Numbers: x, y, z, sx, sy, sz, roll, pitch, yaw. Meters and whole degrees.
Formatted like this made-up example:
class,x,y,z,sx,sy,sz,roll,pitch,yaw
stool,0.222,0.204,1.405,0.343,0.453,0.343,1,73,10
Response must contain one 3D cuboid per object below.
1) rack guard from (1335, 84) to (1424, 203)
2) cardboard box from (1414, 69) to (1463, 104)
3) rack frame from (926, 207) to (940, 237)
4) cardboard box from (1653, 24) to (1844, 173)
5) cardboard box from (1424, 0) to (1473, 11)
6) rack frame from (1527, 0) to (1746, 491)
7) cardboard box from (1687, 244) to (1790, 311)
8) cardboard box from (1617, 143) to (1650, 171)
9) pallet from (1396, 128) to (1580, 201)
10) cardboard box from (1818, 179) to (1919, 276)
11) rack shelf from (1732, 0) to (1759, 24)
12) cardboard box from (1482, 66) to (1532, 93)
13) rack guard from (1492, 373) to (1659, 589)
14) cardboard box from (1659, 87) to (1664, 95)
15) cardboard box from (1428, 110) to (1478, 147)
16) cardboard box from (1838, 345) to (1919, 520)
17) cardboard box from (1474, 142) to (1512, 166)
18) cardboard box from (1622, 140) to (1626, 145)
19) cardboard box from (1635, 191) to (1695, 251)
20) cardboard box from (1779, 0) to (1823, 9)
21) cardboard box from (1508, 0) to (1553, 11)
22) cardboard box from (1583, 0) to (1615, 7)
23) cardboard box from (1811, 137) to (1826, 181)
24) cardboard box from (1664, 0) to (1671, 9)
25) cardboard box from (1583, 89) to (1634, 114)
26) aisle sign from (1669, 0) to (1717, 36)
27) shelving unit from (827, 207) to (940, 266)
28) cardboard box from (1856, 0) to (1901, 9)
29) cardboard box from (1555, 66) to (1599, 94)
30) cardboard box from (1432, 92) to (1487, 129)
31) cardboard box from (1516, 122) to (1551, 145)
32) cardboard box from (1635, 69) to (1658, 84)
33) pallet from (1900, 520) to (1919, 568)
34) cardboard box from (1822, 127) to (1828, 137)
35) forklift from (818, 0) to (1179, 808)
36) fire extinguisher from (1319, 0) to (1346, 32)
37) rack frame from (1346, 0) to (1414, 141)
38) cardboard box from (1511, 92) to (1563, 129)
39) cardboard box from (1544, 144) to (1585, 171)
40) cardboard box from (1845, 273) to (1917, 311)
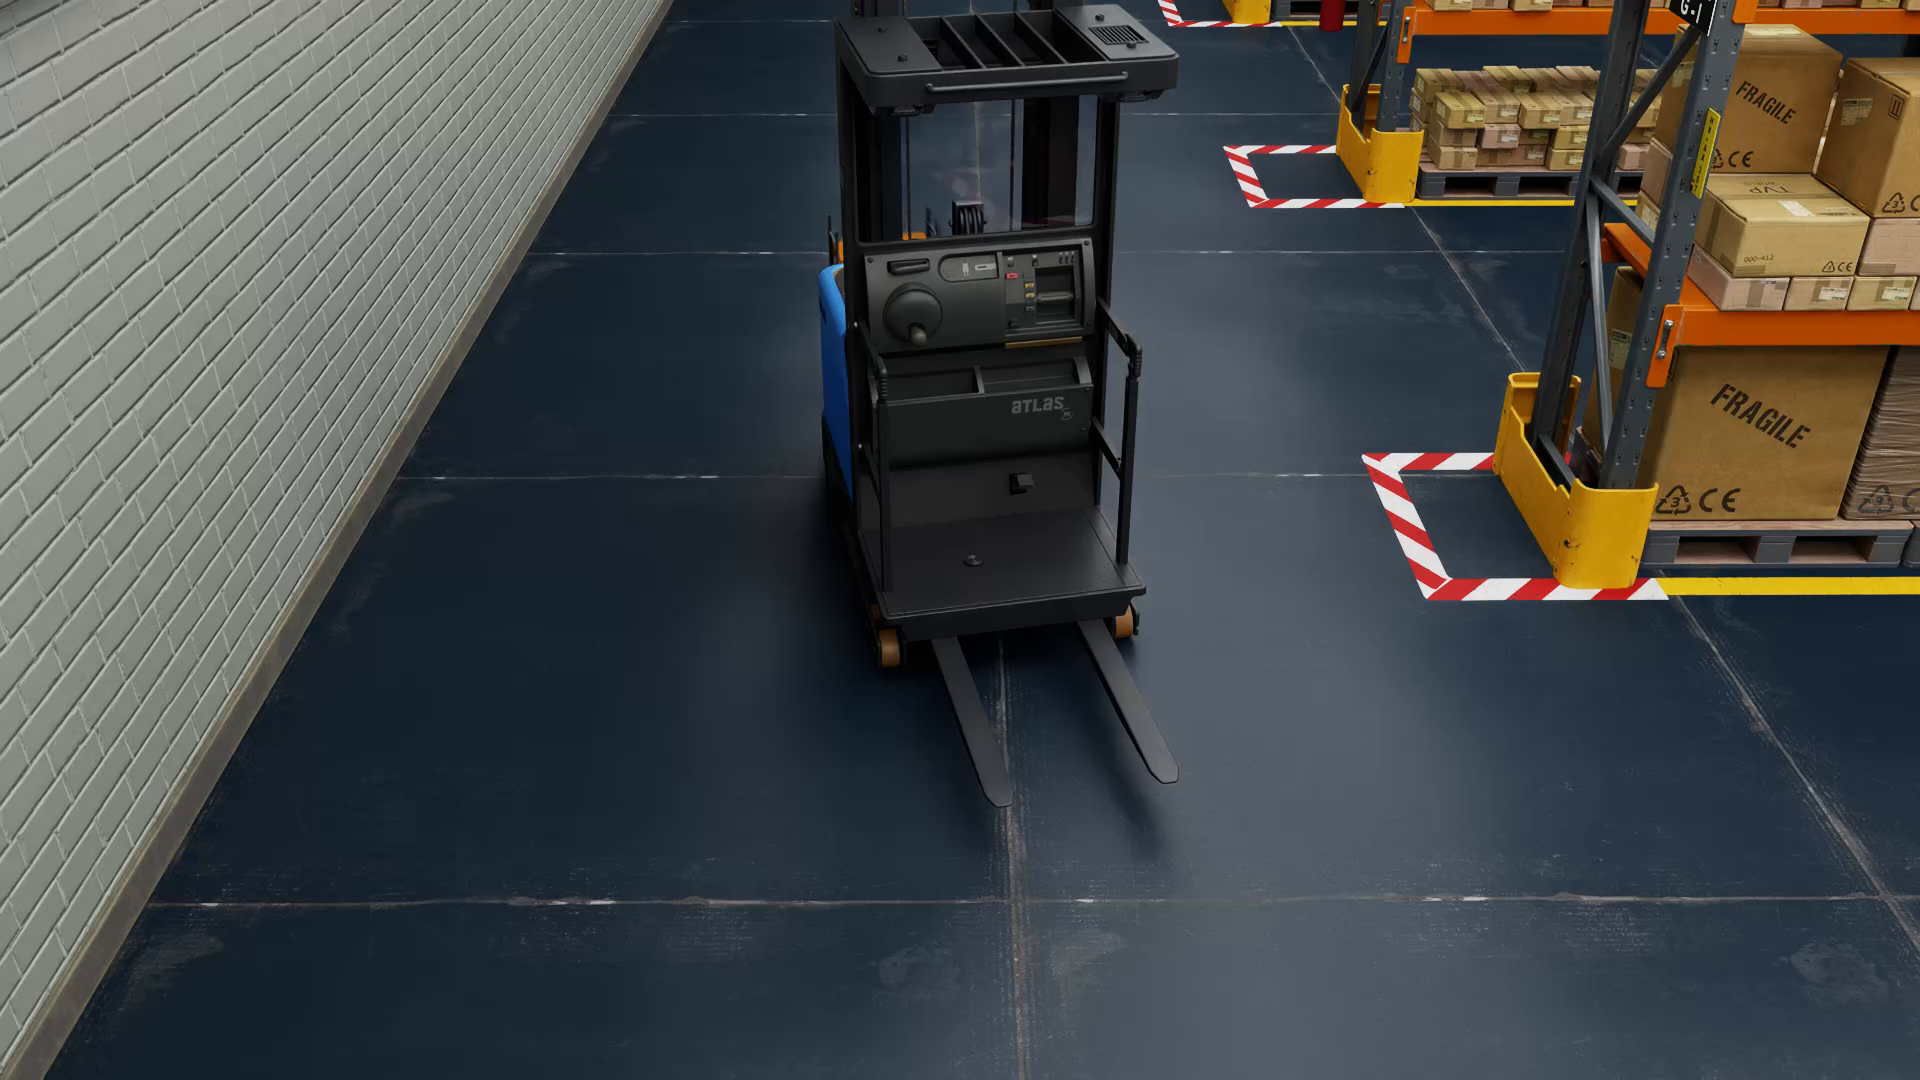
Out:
class,x,y,z,sx,sy,sz,roll,pitch,yaw
rack guard,3.014,-2.874,12.004,0.348,0.500,1.175,0,31,0
cardboard box,3.466,-3.290,12.051,0.250,0.149,0.380,0,31,0
rack frame,-0.130,-1.052,8.328,0.015,1.200,0.240,-7,32,-11
cardboard box,3.352,-1.890,7.109,0.500,0.500,0.500,0,31,0
cardboard box,3.264,-3.666,11.142,0.250,0.149,0.380,0,31,-1
rack frame,2.867,-1.369,7.115,0.127,3.000,1.000,0,31,0
cardboard box,3.224,-1.092,6.899,0.250,0.149,0.380,0,31,0
cardboard box,4.734,-2.736,11.711,0.250,0.149,0.380,-2,31,-3
pallet,3.826,-2.734,12.053,1.213,0.211,1.003,0,31,0
cardboard box,3.868,-1.299,6.856,0.500,0.250,0.500,-1,31,-1
rack shelf,4.867,-2.350,6.533,4.000,0.370,1.077,0,31,0
cardboard box,3.976,-3.328,12.113,0.250,0.149,0.380,-1,31,-1
rack guard,2.843,-0.300,7.763,0.348,0.500,1.175,0,31,0
cardboard box,5.031,-3.047,11.651,0.250,0.149,0.380,0,31,0
cardboard box,3.463,-2.898,11.692,0.250,0.149,0.380,1,31,2
cardboard box,4.416,-0.687,7.633,0.875,0.875,0.875,0,31,0
cardboard box,3.725,-2.782,11.787,0.250,0.149,0.380,0,31,0
cardboard box,4.504,-2.911,11.713,0.250,0.149,0.380,-2,31,-3
cardboard box,3.221,-1.434,7.463,0.250,0.149,0.380,0,31,1
cardboard box,5.600,-3.693,11.188,0.250,0.149,0.380,-1,31,-2
cardboard box,3.787,-3.661,11.134,0.250,0.149,0.380,-1,31,-2
cardboard box,4.317,-3.721,11.233,0.250,0.149,0.380,0,31,-1
cardboard box,3.857,-1.572,7.308,0.500,0.250,0.500,-1,31,-1
cardboard box,4.823,-3.697,11.194,0.250,0.149,0.380,1,31,2
cardboard box,4.516,-3.020,11.605,0.250,0.149,0.380,1,31,2
aisle sign,2.797,-2.325,6.183,0.004,0.787,0.394,0,31,0
shelving unit,-0.368,-1.025,8.282,0.503,1.200,0.258,-7,32,-11
cardboard box,6.129,-3.698,11.195,0.250,0.149,0.380,1,31,2
cardboard box,4.503,-3.326,12.109,0.250,0.149,0.380,1,31,2
cardboard box,3.464,-2.983,11.544,0.250,0.149,0.380,-2,31,-3
cardboard box,3.982,-2.917,11.722,0.250,0.149,0.380,0,31,0
cardboard box,5.029,-3.284,12.042,0.250,0.149,0.380,0,31,0
pallet,4.883,-0.222,7.913,1.213,0.211,1.003,0,31,0
cardboard box,6.086,-2.859,11.628,0.250,0.149,0.380,-1,31,-2
forklift,0.131,-0.937,6.469,1.130,2.935,3.031,-6,32,-10
fire extinguisher,2.683,-3.988,11.866,0.183,0.674,0.296,0,31,0
rack frame,2.938,-3.942,11.356,0.127,3.000,1.000,0,31,0
cardboard box,3.992,-2.980,11.540,0.250,0.149,0.380,0,31,0
cardboard box,4.230,-2.730,11.701,0.250,0.149,0.380,0,31,0
cardboard box,3.736,-1.094,6.904,0.250,0.149,0.380,-1,31,-1
